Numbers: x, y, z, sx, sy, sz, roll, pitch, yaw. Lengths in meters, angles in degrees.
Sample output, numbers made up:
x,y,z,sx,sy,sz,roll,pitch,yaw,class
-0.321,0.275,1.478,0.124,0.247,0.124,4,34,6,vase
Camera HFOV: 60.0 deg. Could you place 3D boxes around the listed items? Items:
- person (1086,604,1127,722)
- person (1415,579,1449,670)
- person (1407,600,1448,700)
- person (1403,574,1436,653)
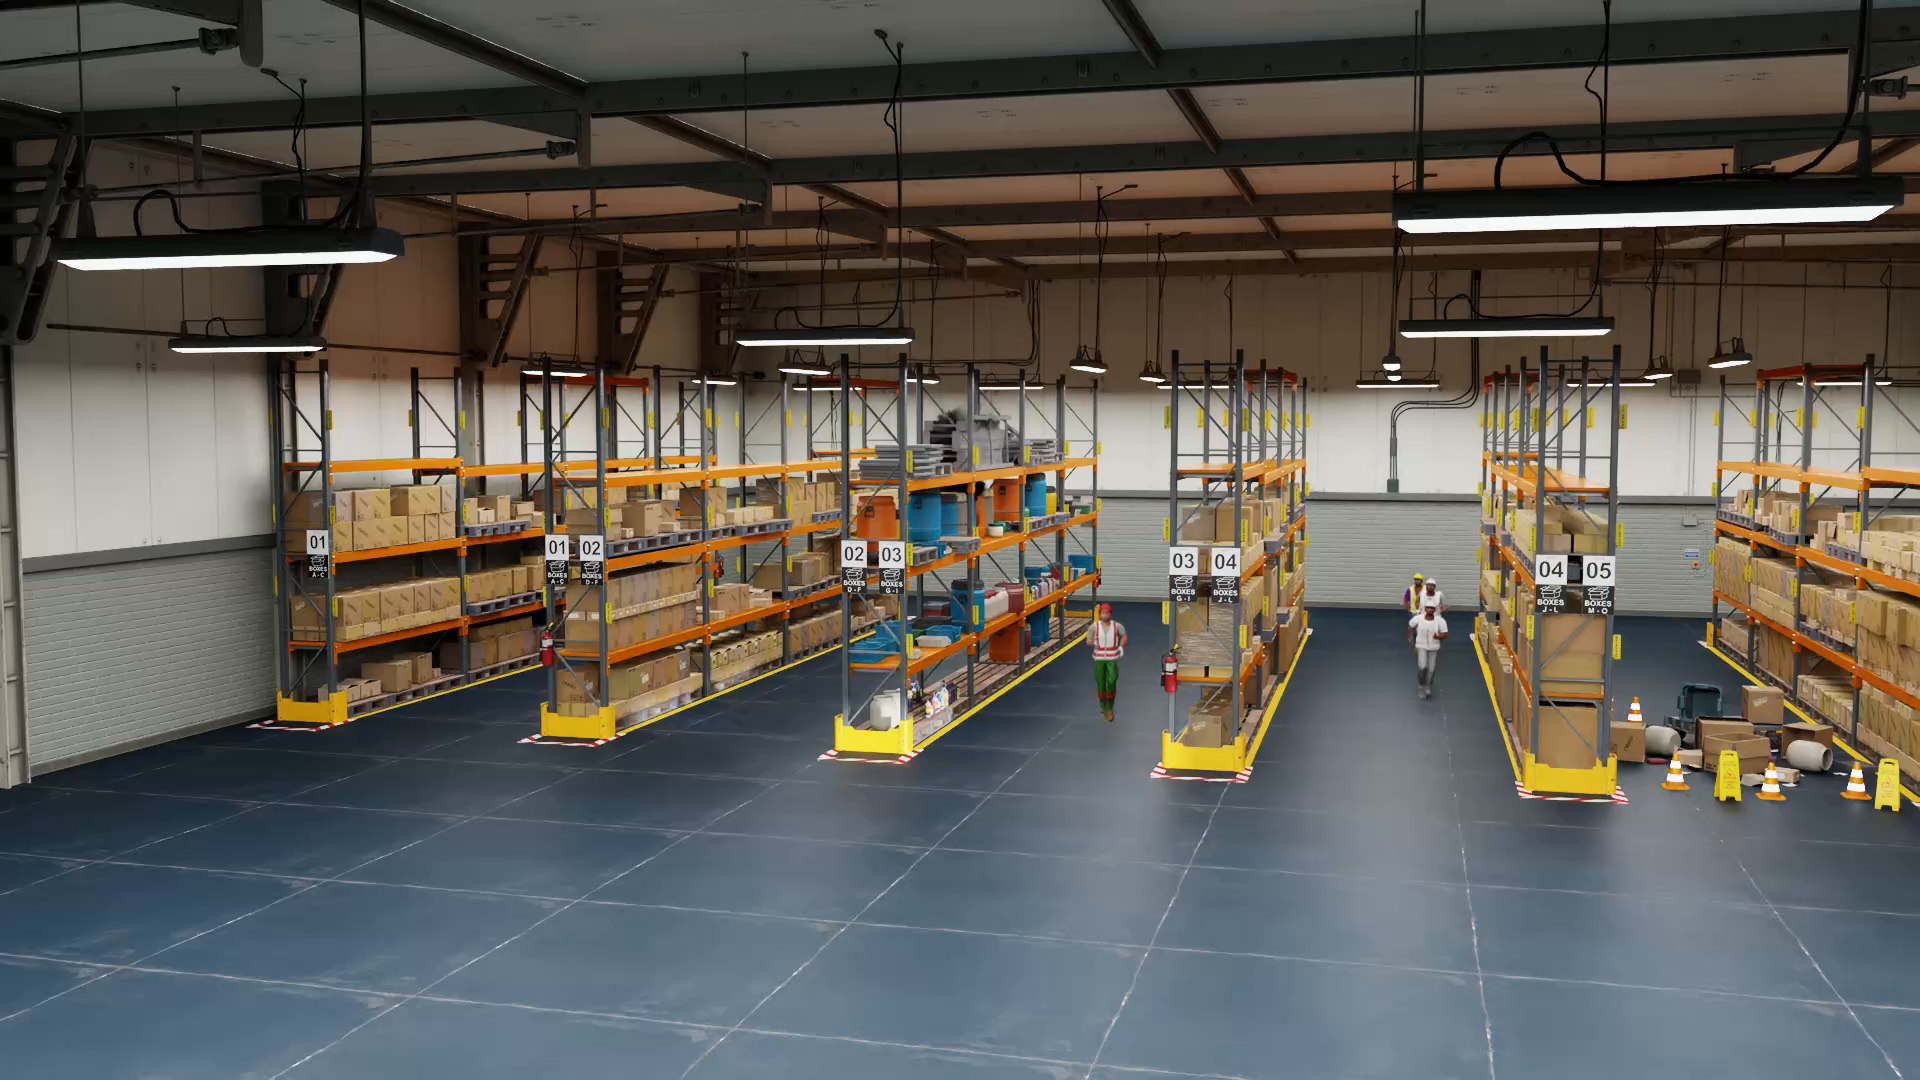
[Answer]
x,y,z,sx,sy,sz,roll,pitch,yaw,class
2.314,1.947,26.354,0.635,1.865,0.670,1,4,7,person
9.619,1.681,33.907,0.645,1.799,1.146,1,4,13,person
8.422,1.975,29.931,0.687,1.791,0.702,1,4,11,person
9.872,1.580,35.727,0.711,1.723,0.647,2,5,24,person
